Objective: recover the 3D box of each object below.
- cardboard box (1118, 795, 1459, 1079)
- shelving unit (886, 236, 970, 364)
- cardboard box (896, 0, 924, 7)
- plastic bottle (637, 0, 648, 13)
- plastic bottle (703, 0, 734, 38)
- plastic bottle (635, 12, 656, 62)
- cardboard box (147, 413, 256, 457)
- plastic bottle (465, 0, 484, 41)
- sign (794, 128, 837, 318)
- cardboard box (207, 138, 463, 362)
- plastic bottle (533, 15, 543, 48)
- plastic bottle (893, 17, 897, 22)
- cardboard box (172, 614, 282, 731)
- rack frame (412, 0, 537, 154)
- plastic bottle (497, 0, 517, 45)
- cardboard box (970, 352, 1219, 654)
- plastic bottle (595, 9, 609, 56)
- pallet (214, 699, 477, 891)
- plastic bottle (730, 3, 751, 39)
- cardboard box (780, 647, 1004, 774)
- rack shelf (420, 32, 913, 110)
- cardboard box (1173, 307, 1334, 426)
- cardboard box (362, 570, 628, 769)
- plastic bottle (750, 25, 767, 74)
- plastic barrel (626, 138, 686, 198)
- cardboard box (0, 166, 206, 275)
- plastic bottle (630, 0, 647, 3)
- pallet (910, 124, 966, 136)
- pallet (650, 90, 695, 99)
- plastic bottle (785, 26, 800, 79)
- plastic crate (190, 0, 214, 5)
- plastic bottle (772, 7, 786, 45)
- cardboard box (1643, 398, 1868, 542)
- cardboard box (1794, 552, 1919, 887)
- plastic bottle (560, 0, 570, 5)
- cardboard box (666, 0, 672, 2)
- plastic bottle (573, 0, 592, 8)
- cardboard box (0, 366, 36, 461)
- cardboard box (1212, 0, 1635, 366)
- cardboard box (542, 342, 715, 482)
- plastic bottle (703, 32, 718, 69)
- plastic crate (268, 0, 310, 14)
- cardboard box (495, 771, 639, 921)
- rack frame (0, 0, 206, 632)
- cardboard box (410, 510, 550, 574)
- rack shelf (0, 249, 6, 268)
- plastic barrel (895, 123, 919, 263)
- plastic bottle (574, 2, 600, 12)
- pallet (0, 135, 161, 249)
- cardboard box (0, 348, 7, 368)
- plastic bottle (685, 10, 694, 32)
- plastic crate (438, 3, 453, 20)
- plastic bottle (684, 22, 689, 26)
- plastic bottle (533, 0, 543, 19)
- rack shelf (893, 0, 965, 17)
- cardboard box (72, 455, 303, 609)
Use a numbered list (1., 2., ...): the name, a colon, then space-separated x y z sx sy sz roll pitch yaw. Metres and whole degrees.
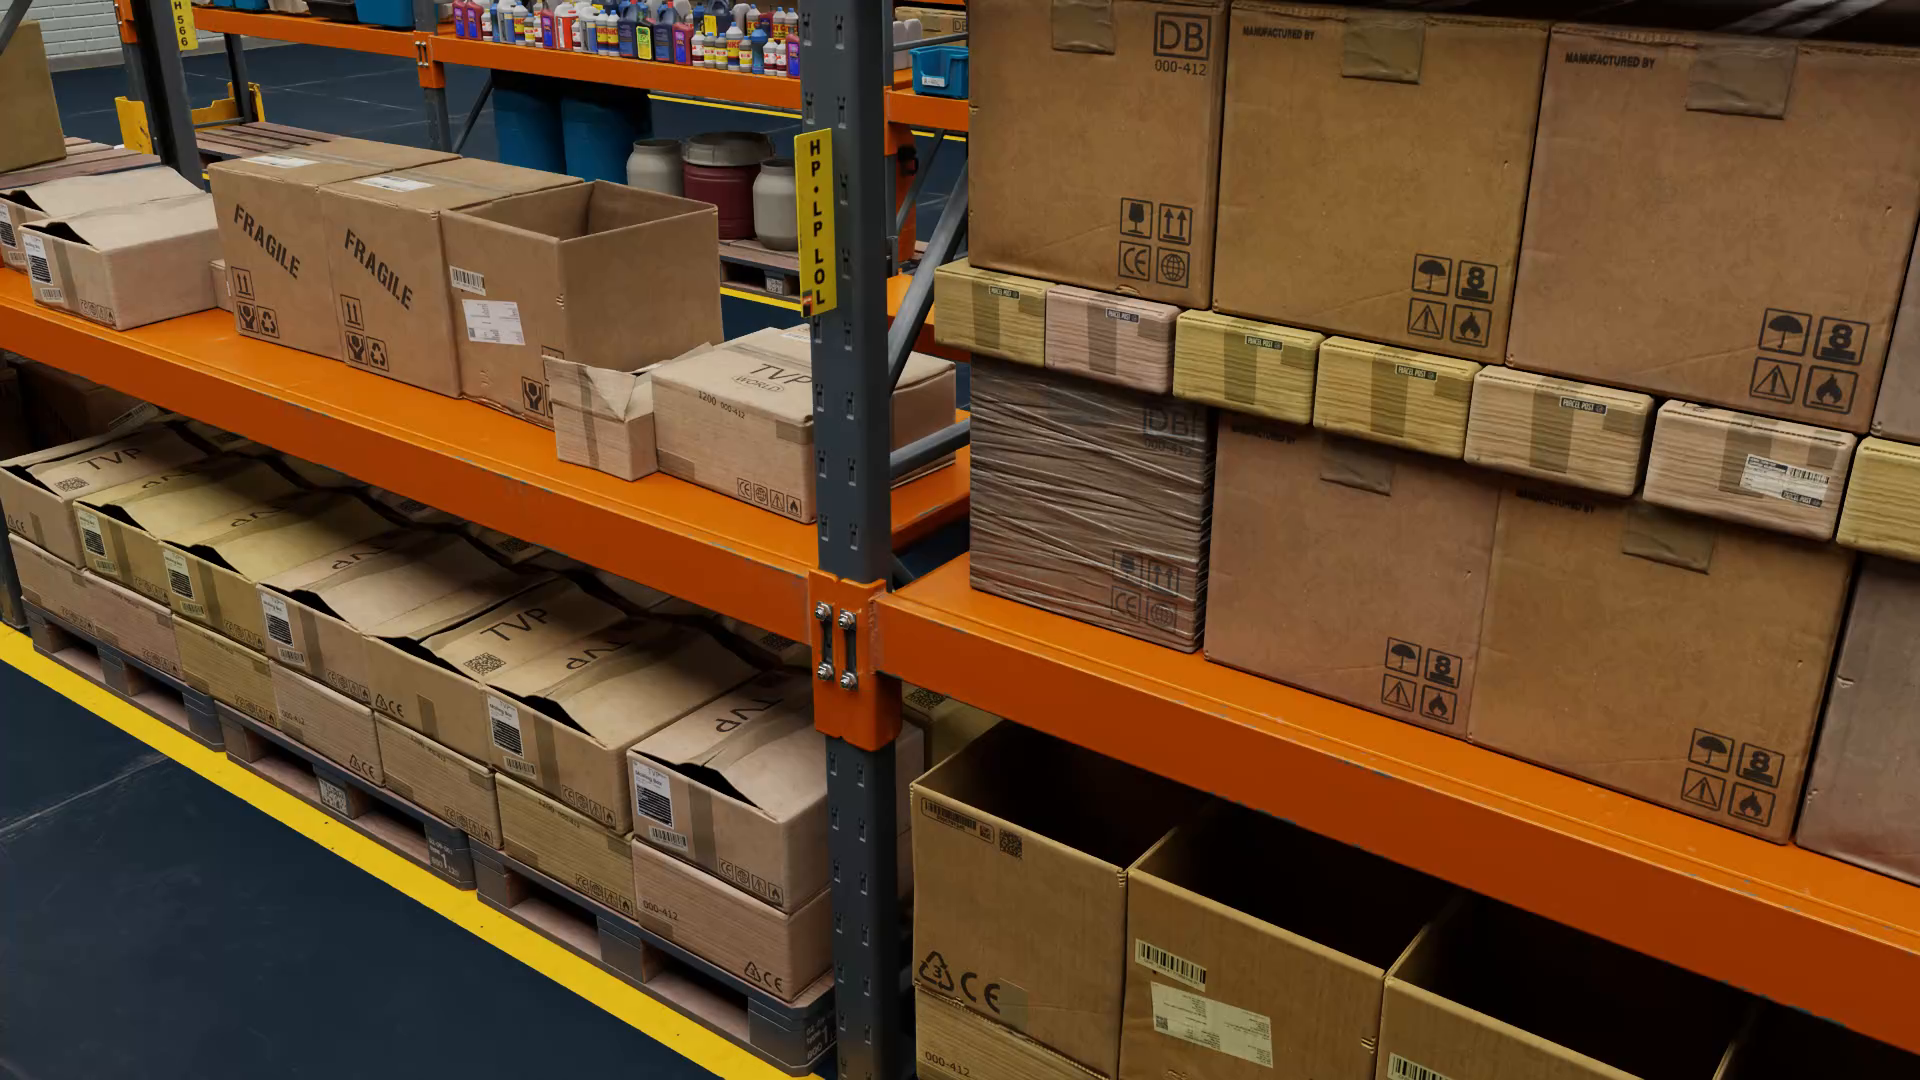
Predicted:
1. cardboard box: 0.651 0.806 3.161 0.500 0.500 0.500 17 29 33
2. shelving unit: -0.005 -0.516 6.527 1.048 1.125 0.538 17 29 33
3. cardboard box: -0.875 -4.784 16.002 0.875 0.875 0.875 17 29 33
4. plastic bottle: -2.112 -3.443 11.004 0.097 0.271 0.097 0 24 0
5. plastic bottle: -1.535 -3.293 10.565 0.185 0.351 0.144 17 29 33
6. plastic bottle: -1.913 -3.073 10.150 0.133 0.283 0.061 17 29 33
7. cardboard box: -2.571 -0.359 6.039 0.500 0.311 0.500 18 29 35
8. plastic bottle: -3.221 -3.469 11.047 0.133 0.283 0.061 17 29 33
9. sign: -0.255 -0.565 2.974 0.005 0.325 0.100 17 29 33
10. cardboard box: -1.786 -0.861 4.861 0.500 0.500 0.500 15 28 31
11. plastic bottle: -2.698 -3.282 10.726 0.097 0.201 0.097 0 24 0
12. plastic bottle: -0.393 -3.000 9.999 0.097 0.271 0.097 0 24 0
13. cardboard box: -2.073 0.316 5.201 0.500 0.250 0.500 16 28 32
14. rack frame: -3.365 -3.781 11.610 0.127 3.000 1.000 17 29 33
15. plastic bottle: -2.930 -3.400 10.901 0.135 0.276 0.152 17 29 33
16. cardboard box: 0.422 -0.189 3.335 0.500 0.500 0.700 16 28 32
17. plastic bottle: -2.220 -3.170 10.384 0.097 0.271 0.097 0 24 0
18. pallet: -1.531 0.567 5.202 1.213 0.211 1.003 17 29 33
19. plastic bottle: -1.426 -3.301 10.675 0.135 0.276 0.152 17 29 33
20. cardboard box: -0.119 0.380 4.360 0.500 0.311 0.500 17 29 33
21. rack shelf: -1.765 -2.968 10.658 4.000 0.370 1.077 17 29 33
22. cardboard box: 0.570 -0.341 2.876 0.250 0.149 0.380 16 28 32
23. cardboard box: -1.251 0.310 4.520 0.500 0.311 0.500 17 29 33
24. plastic bottle: -1.166 -2.851 9.661 0.097 0.271 0.097 0 24 0
25. plastic barrel: -1.975 -2.361 10.952 0.421 0.512 0.421 0 24 0
26. cardboard box: -2.873 -1.073 5.576 0.500 0.311 0.500 19 30 36
27. plastic bottle: -2.160 -3.523 11.178 0.135 0.276 0.152 17 29 33
28. pallet: 0.268 -3.940 15.431 1.213 0.211 1.003 17 29 33
29. pallet: -2.909 -4.902 17.613 1.213 0.211 1.003 17 29 33
30. plastic bottle: -0.929 -2.776 9.475 0.133 0.283 0.061 17 29 33
31. plastic crate: -5.816 -4.220 12.861 0.298 0.136 0.250 17 29 33
32. plastic bottle: -1.133 -3.224 10.506 0.097 0.271 0.097 0 24 0
33. cardboard box: 1.195 -0.154 2.450 0.250 0.149 0.380 16 28 32
34. cardboard box: 1.657 0.182 2.492 0.500 0.500 0.700 18 29 35
35. plastic bottle: -2.747 -3.679 11.627 0.097 0.201 0.097 0 24 0
36. cardboard box: -3.035 -5.437 17.483 0.875 0.875 0.875 17 29 33
37. plastic bottle: -2.520 -3.595 11.250 0.185 0.351 0.144 17 29 33
38. cardboard box: -4.027 -0.424 6.546 0.500 0.500 0.500 18 30 35
39. cardboard box: 0.827 -0.661 2.797 0.500 0.500 0.700 17 29 33
40. cardboard box: -0.751 -0.341 3.970 0.258 0.266 0.396 16 28 32
41. plastic bottle: -1.477 -2.913 9.888 0.097 0.201 0.097 0 24 0
42. plastic crate: -4.939 -4.011 12.387 0.466 0.136 0.293 17 29 33
43. cardboard box: -0.847 0.688 4.358 0.500 0.250 0.500 16 29 33
44. rack frame: -3.138 -1.216 5.790 0.127 3.000 1.000 17 29 33
45. cardboard box: -1.350 0.009 5.203 0.500 0.311 0.500 18 29 35
46. rack shelf: -4.738 -1.370 7.032 4.000 0.370 1.077 17 29 33
47. plastic barrel: -0.566 -2.125 10.024 0.708 0.830 0.600 17 29 33
48. plastic bottle: -2.391 -3.314 10.705 0.135 0.276 0.152 17 29 33
49. pallet: -3.723 -1.270 6.149 1.003 0.211 1.213 17 29 33
50. cardboard box: -4.075 -0.779 6.423 0.500 0.250 0.500 18 30 35
51. plastic bottle: -1.757 -3.381 10.949 0.097 0.201 0.097 0 24 0
52. plastic crate: -3.652 -3.846 12.011 0.243 0.136 0.396 17 29 33
53. plastic bottle: -1.720 -3.088 10.182 0.133 0.283 0.061 17 29 33
54. plastic bottle: -2.916 -3.654 11.569 0.097 0.201 0.097 0 24 0
55. rack shelf: 1.206 -4.566 14.284 4.000 0.370 1.077 17 29 33
56. cardboard box: -2.470 -0.061 5.362 0.500 0.311 0.500 16 28 32
